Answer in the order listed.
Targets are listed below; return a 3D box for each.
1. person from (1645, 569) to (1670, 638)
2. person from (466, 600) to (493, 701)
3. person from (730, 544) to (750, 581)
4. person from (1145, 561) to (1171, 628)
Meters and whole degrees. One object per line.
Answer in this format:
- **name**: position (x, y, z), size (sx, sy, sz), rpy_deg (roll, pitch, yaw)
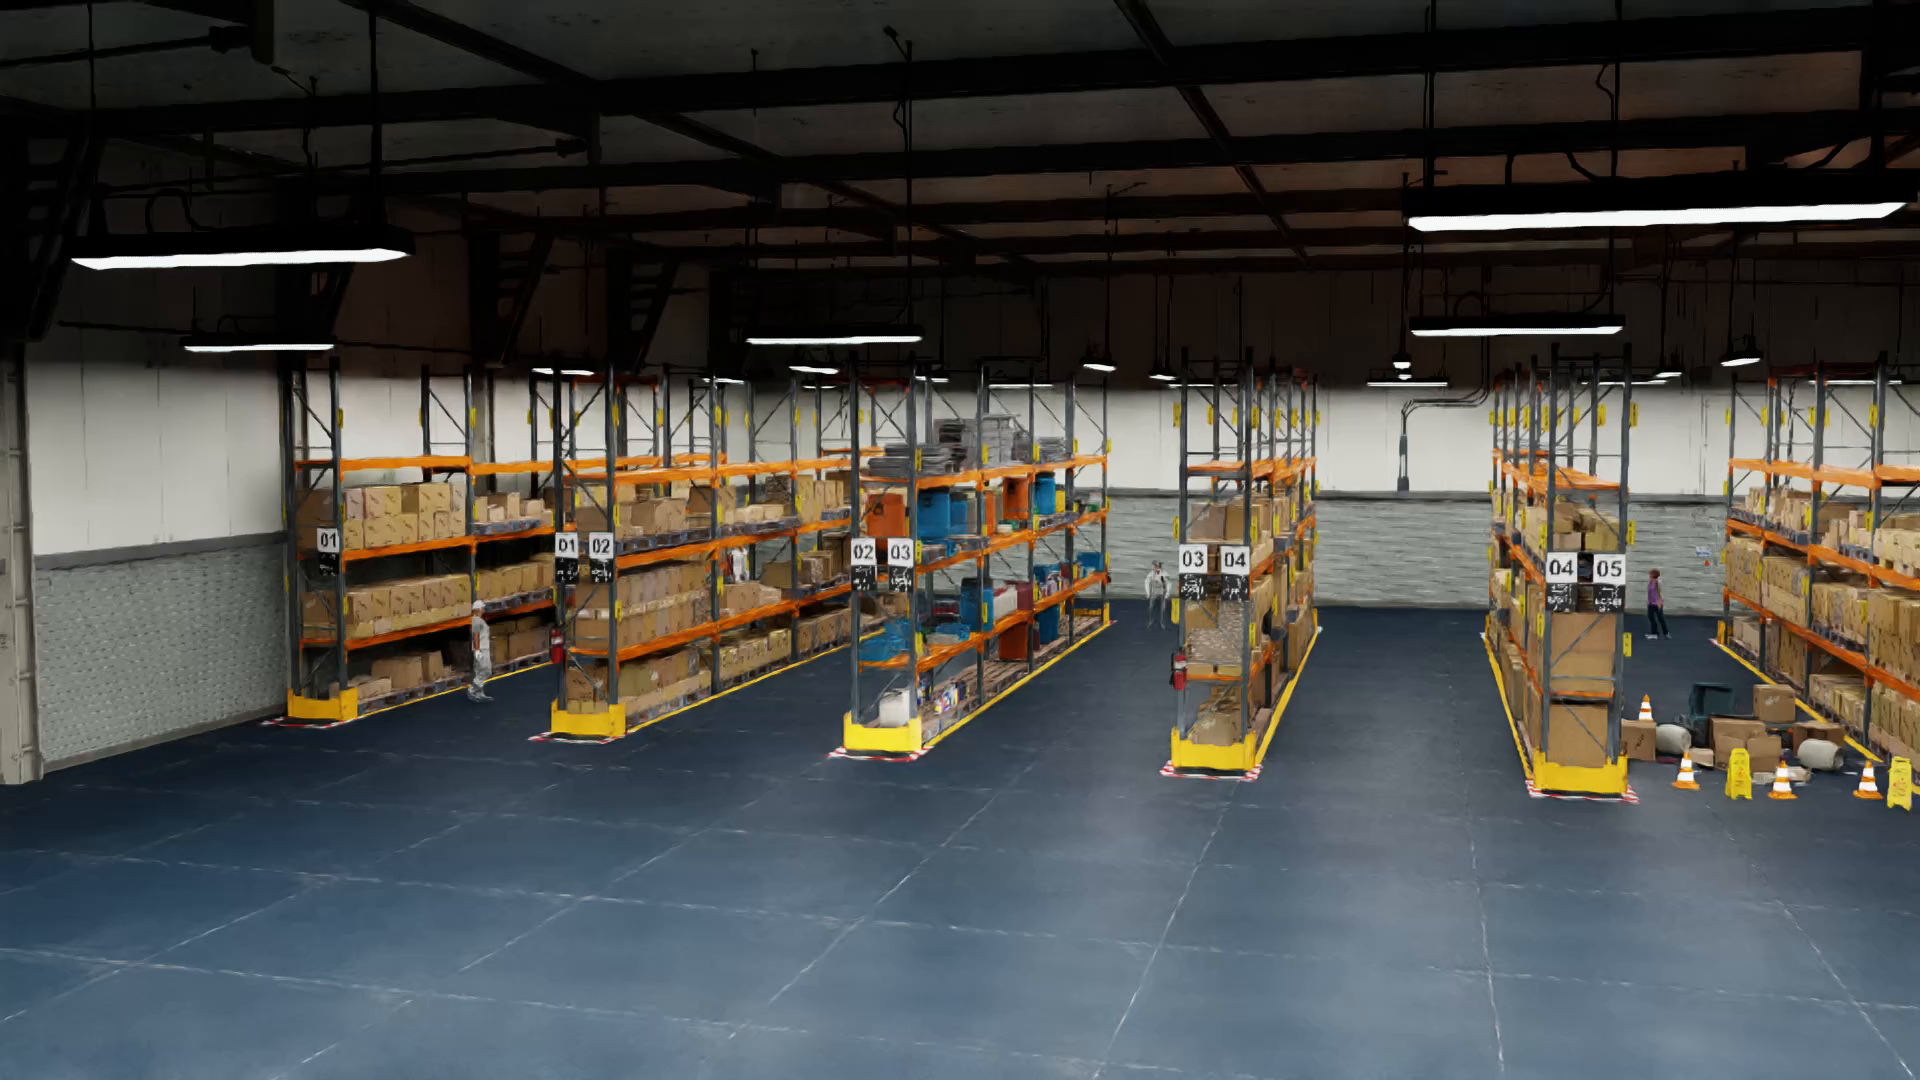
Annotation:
- **person**: position (15.884, 1.441, 37.812), size (0.483, 1.587, 0.514), rpy_deg (-1, 4, -9)
- **person**: position (-8.473, 1.958, 29.281), size (0.443, 1.786, 0.594), rpy_deg (-1, 4, -12)
- **person**: position (-5.786, 0.863, 44.112), size (0.771, 1.770, 0.578), rpy_deg (-3, 5, -39)
- **person**: position (4.714, 1.287, 39.627), size (0.639, 1.632, 0.512), rpy_deg (1, 4, 13)
